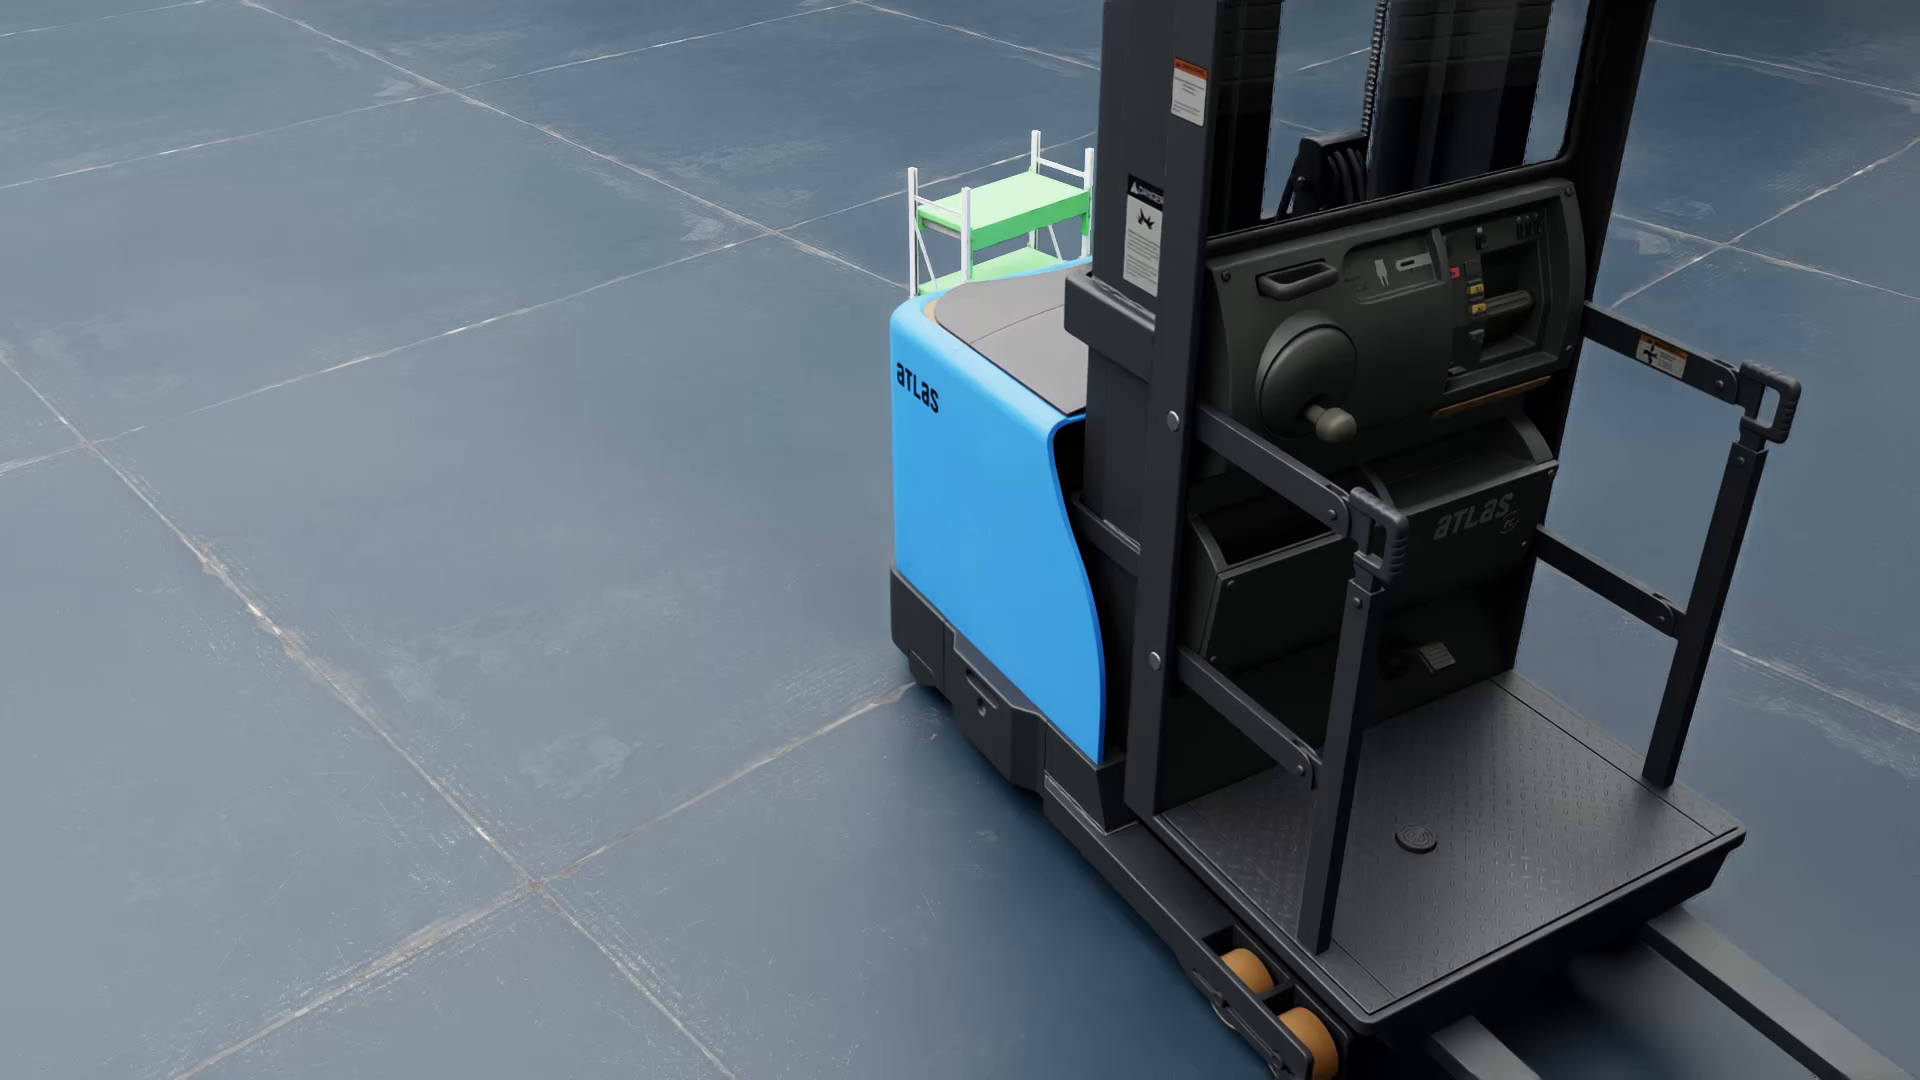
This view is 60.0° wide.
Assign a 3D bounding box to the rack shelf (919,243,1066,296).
[{"bbox_3d":[0.121,-0.721,4.941,0.480,0.148,0.258,-26,40,-35],"label":"rack shelf"}]

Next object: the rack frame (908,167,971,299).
[{"bbox_3d":[-0.058,-0.484,4.891,0.015,1.200,0.240,-26,40,-35],"label":"rack frame"}]

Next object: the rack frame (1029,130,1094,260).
[{"bbox_3d":[0.300,-0.657,5.175,0.015,1.200,0.240,-26,40,-35],"label":"rack frame"}]

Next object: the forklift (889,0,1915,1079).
[{"bbox_3d":[0.984,-0.399,3.093,1.130,2.935,3.031,-17,35,-25],"label":"forklift"}]

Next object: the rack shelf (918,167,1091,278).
[{"bbox_3d":[0.121,-0.926,4.816,0.480,0.148,0.258,-26,40,-35],"label":"rack shelf"}]

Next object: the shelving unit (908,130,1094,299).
[{"bbox_3d":[0.121,-0.571,5.033,0.503,1.200,0.258,-26,40,-35],"label":"shelving unit"}]
